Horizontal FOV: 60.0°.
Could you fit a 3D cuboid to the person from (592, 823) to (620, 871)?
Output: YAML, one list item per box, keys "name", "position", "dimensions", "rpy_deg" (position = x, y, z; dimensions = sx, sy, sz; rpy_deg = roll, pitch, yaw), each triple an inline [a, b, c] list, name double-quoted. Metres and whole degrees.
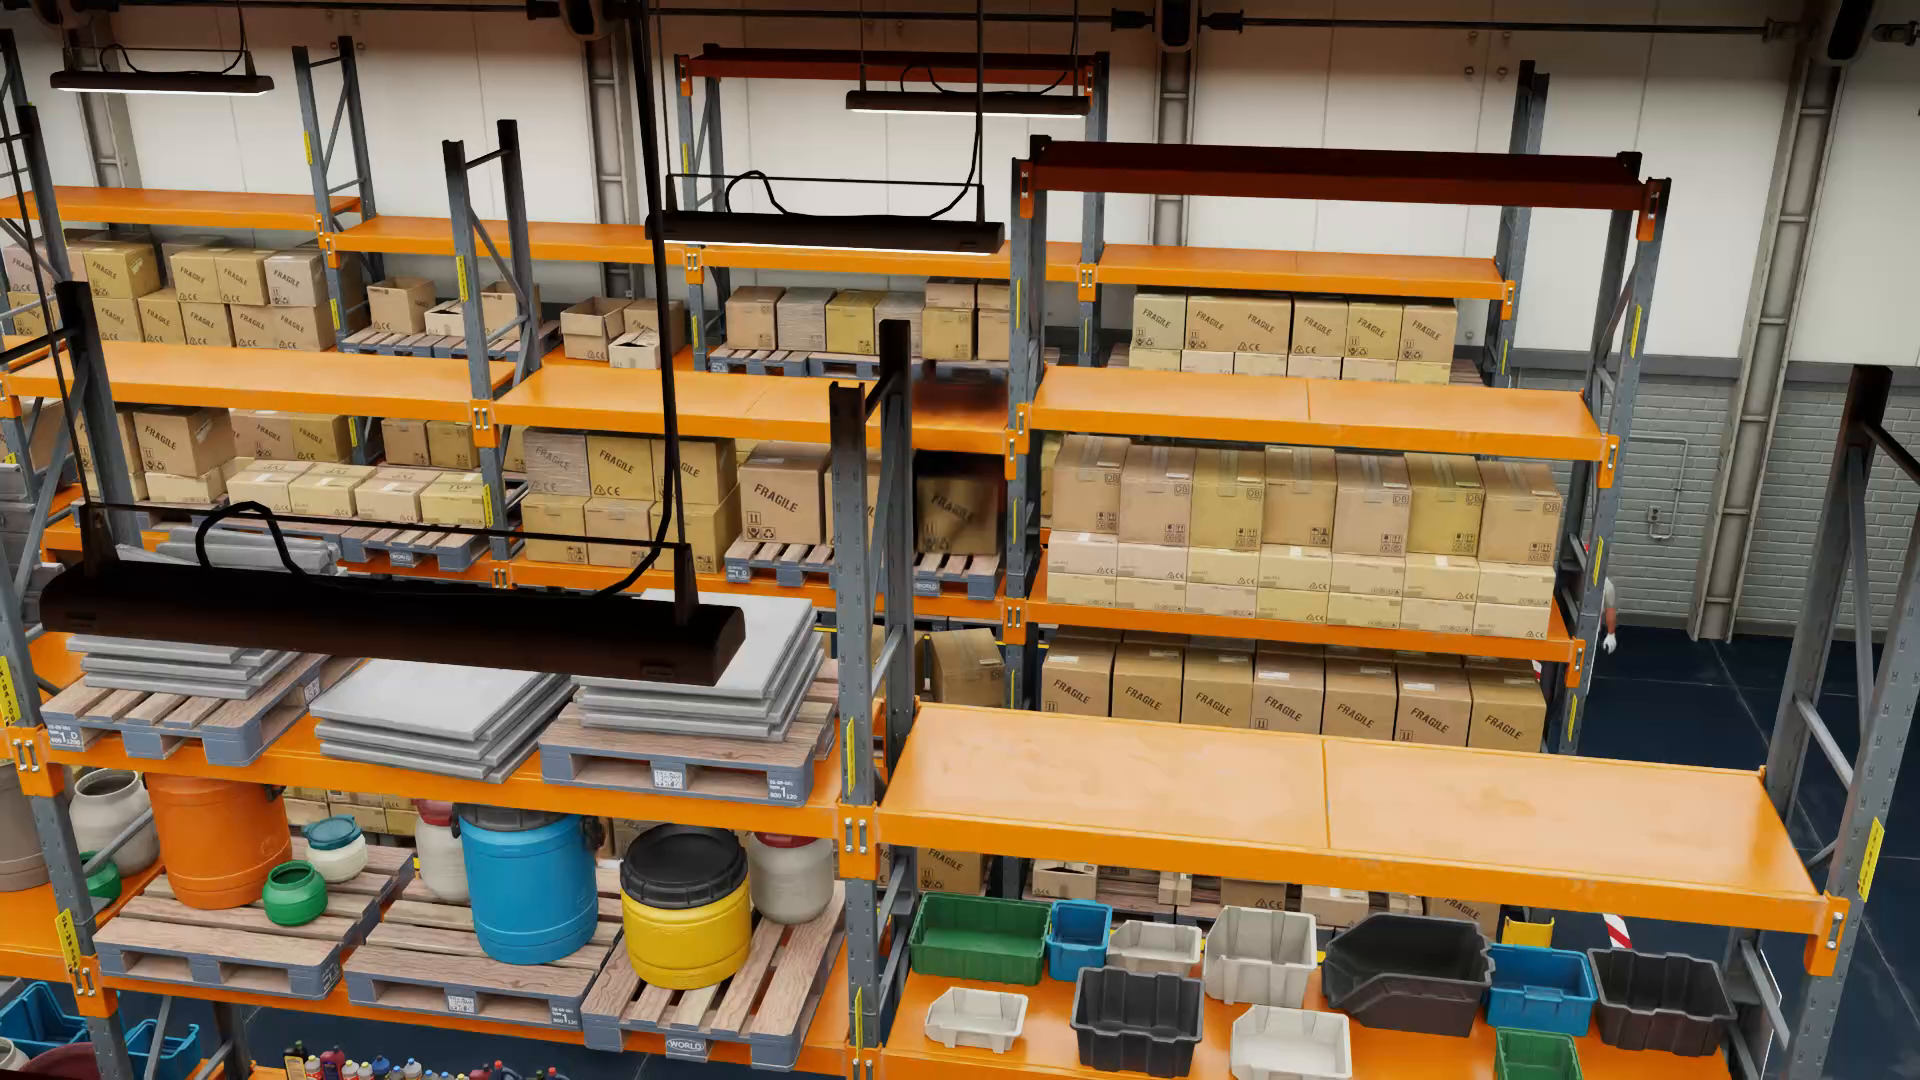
- name: "person"
  position: [-2.443, 2.687, 11.466]
  dimensions: [0.531, 1.686, 0.386]
  rpy_deg: [1, 23, 3]

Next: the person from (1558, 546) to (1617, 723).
- name: "person"
  position: [6.017, 0.871, 16.107]
  dimensions: [0.677, 1.752, 1.047]
  rpy_deg: [14, 27, 30]
